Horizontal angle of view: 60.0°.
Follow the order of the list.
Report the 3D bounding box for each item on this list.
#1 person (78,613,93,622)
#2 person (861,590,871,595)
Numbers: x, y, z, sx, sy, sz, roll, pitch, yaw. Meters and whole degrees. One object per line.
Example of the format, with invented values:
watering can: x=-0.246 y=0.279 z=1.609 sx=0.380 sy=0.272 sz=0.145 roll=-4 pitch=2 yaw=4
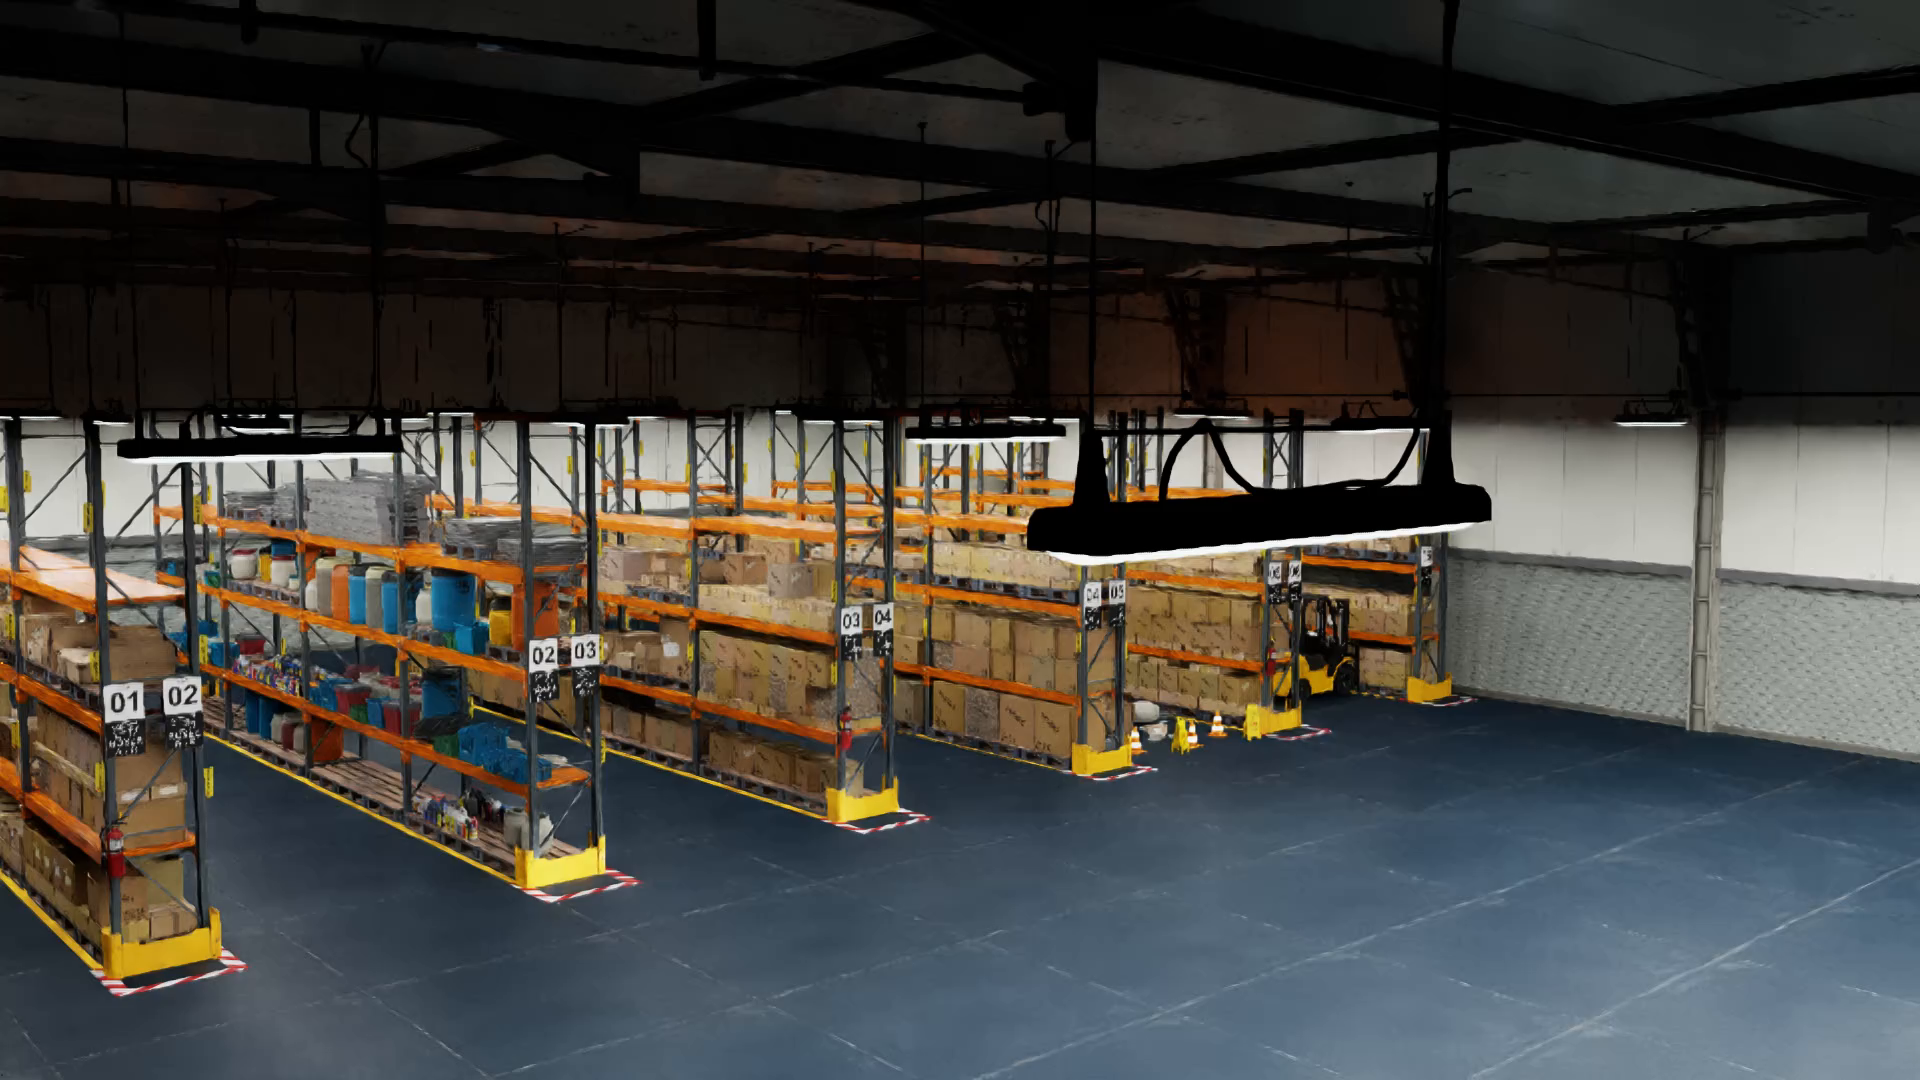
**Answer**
person: x=-18.820 y=2.300 z=36.007 sx=0.553 sy=1.724 sz=1.036 roll=-3 pitch=6 yaw=-32
person: x=-2.234 y=2.047 z=38.709 sx=0.593 sy=1.744 sz=0.651 roll=-1 pitch=5 yaw=-16
